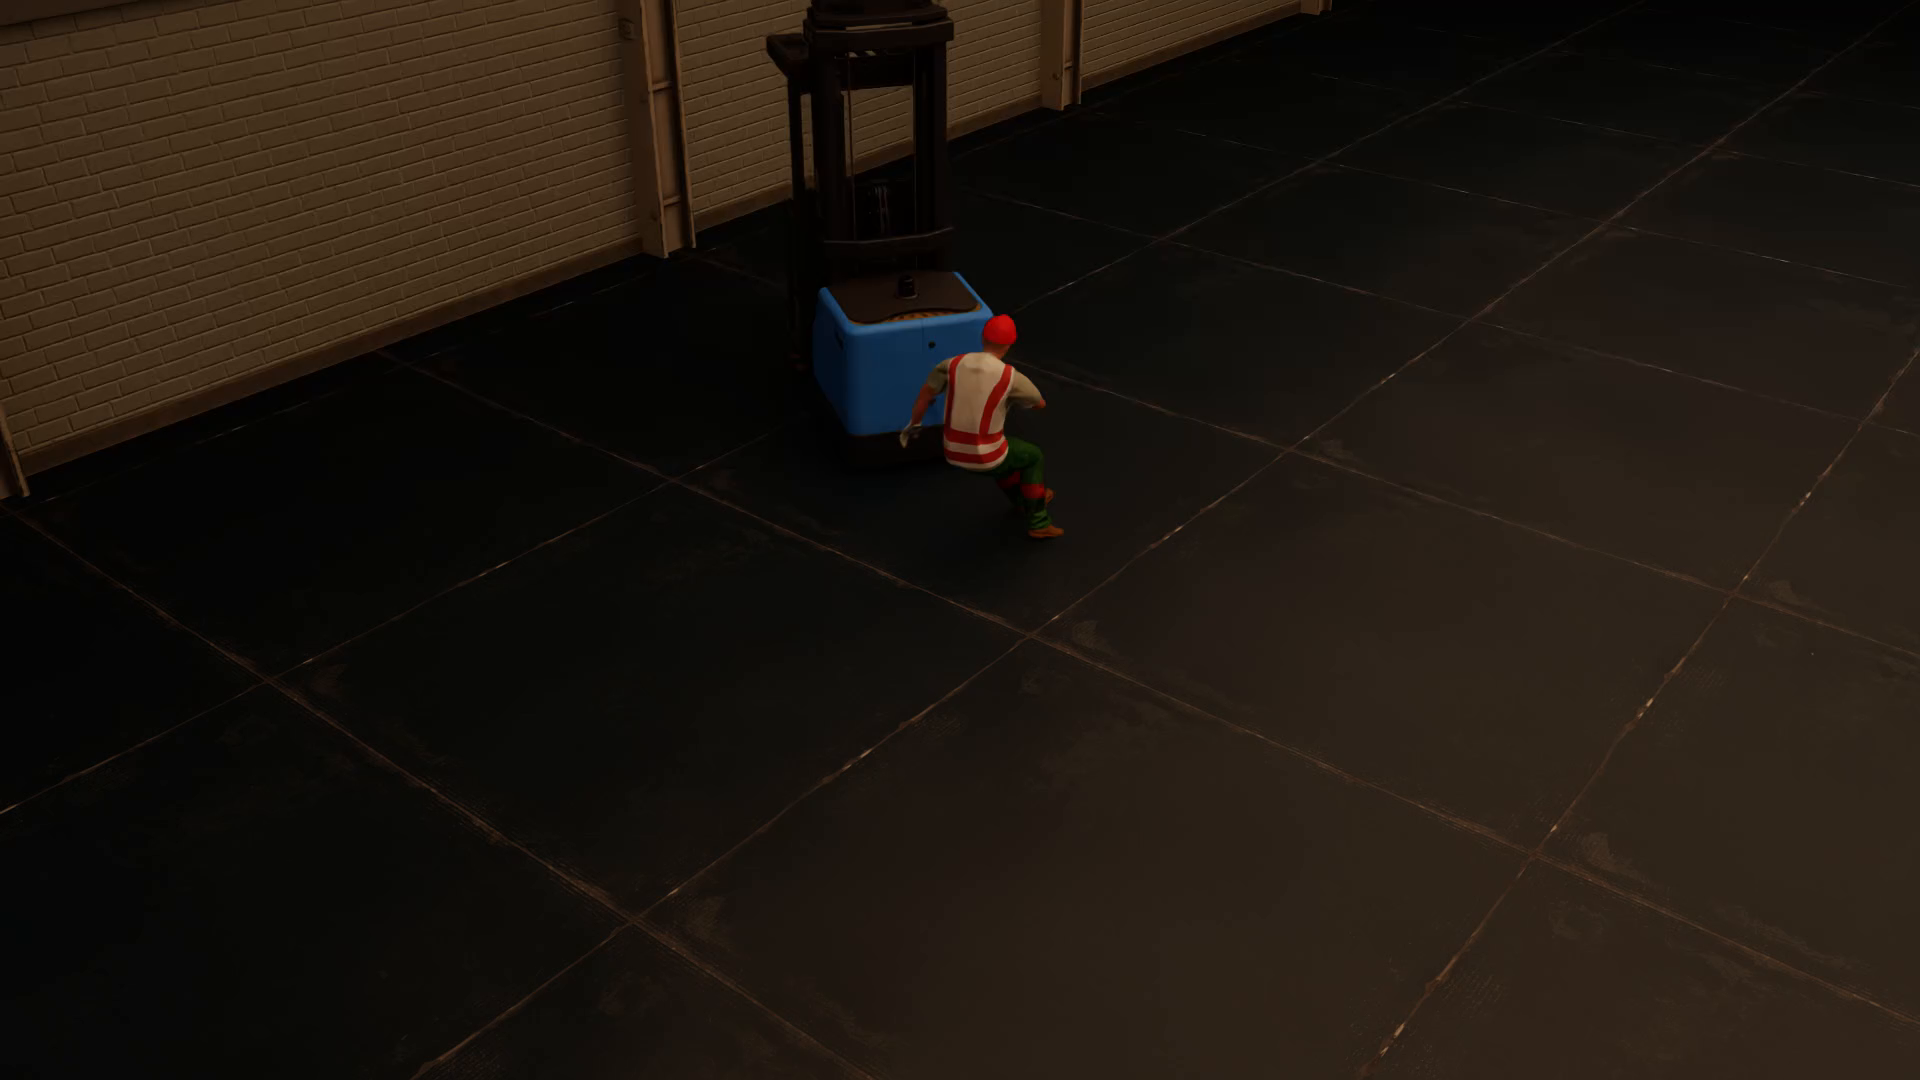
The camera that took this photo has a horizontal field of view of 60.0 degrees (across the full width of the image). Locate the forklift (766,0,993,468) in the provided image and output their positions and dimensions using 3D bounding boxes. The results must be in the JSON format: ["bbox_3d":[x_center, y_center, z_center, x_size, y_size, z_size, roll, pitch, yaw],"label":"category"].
[{"bbox_3d":[-0.700,-2.479,11.837,1.130,2.935,3.031,-9,32,-15],"label":"forklift"}]

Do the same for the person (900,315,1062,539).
[{"bbox_3d":[0.200,-0.725,10.329,0.929,1.534,0.946,14,33,23],"label":"person"}]
